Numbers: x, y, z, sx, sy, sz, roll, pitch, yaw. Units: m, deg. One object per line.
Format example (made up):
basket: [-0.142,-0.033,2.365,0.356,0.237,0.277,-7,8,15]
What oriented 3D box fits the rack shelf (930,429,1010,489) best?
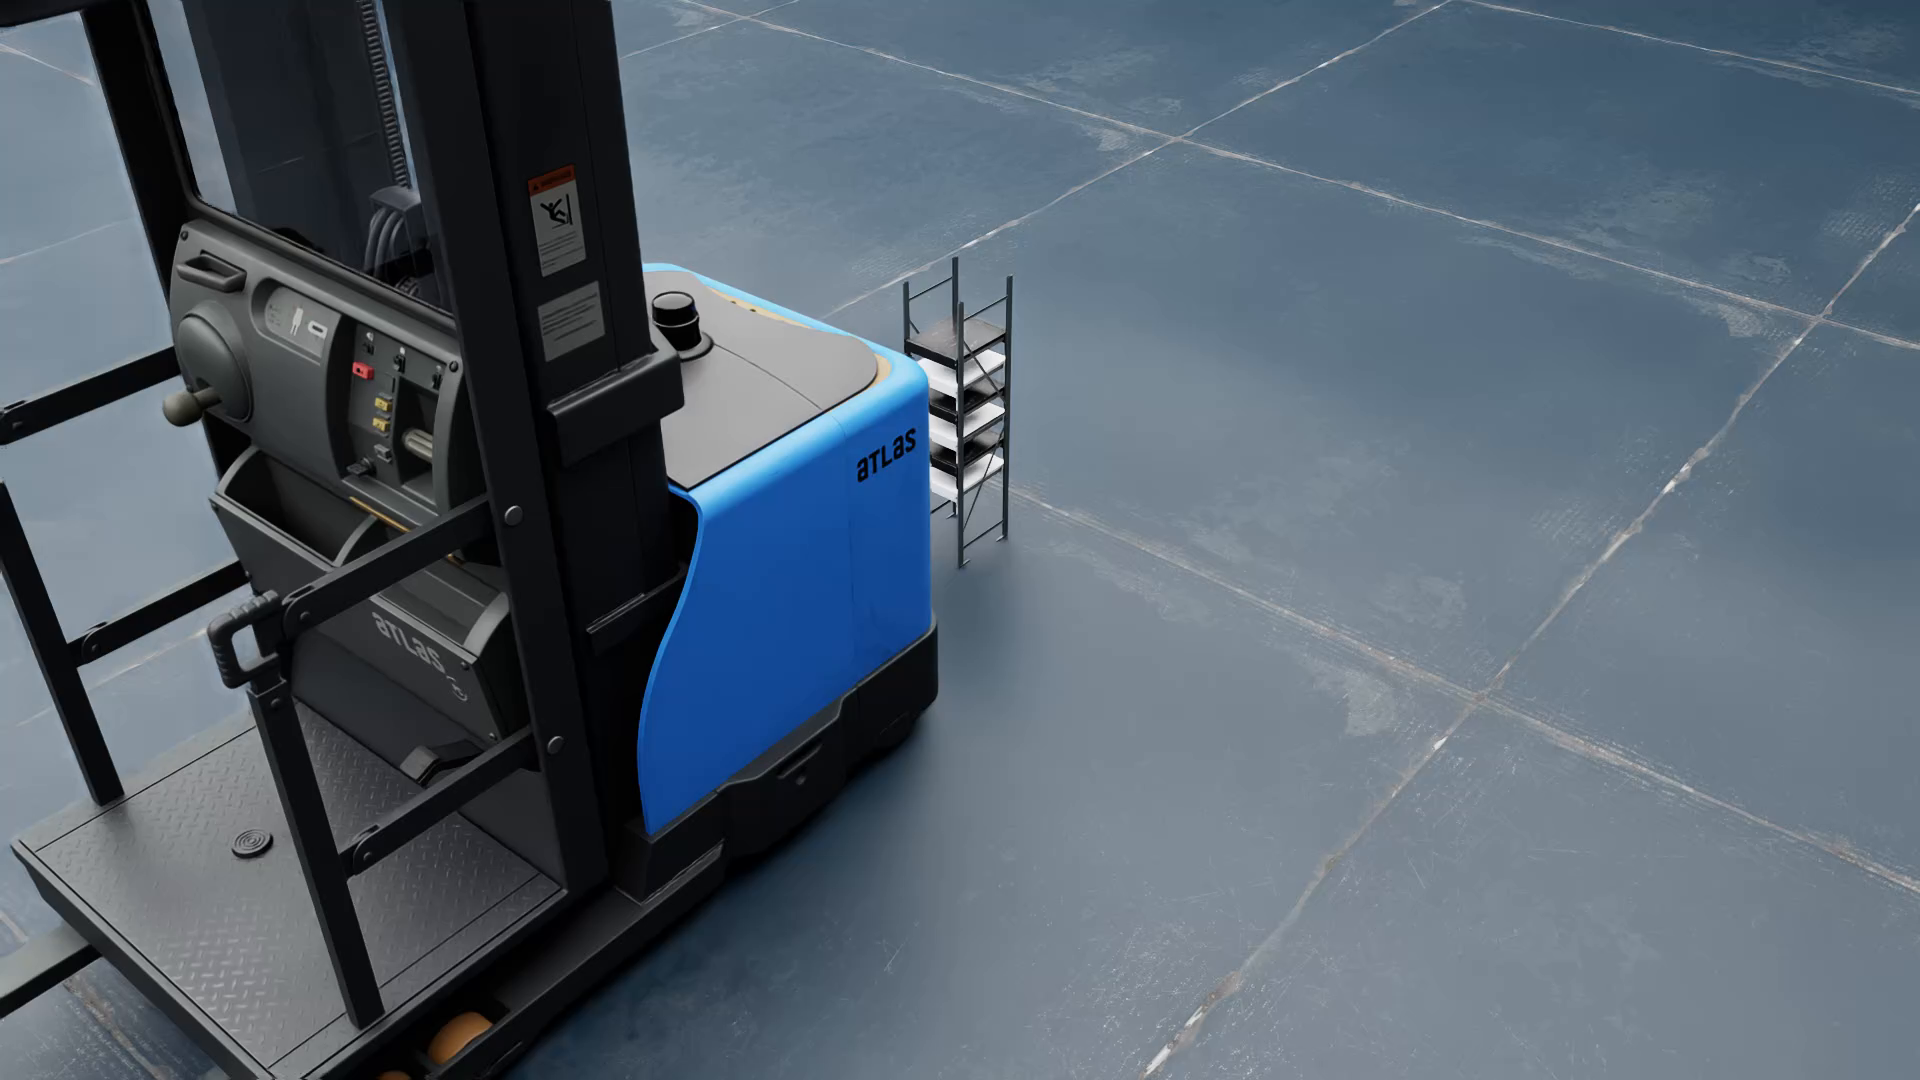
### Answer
rack shelf: [-0.006,-0.272,5.069,0.200,0.077,0.258,25,42,32]

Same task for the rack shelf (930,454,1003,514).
rack shelf: [-0.006,-0.198,5.120,0.200,0.077,0.258,25,42,32]

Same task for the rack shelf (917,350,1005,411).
rack shelf: [-0.006,-0.495,4.917,0.200,0.077,0.258,25,42,32]

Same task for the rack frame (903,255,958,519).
rack frame: [-0.084,-0.411,5.053,0.006,0.900,0.240,25,42,32]

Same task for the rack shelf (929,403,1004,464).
rack shelf: [-0.006,-0.346,5.018,0.200,0.077,0.258,25,42,32]

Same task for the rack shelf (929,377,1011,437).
rack shelf: [-0.006,-0.421,4.967,0.200,0.077,0.258,25,42,32]

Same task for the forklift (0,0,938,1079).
forklift: [-1.377,-0.269,3.053,1.130,2.935,3.031,25,41,31]

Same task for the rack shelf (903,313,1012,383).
rack shelf: [-0.006,-0.569,4.866,0.200,0.077,0.258,25,42,32]

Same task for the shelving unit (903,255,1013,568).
shelving unit: [-0.006,-0.374,5.000,0.210,0.900,0.258,25,42,32]

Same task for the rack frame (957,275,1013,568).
rack frame: [0.072,-0.337,4.946,0.006,0.900,0.240,25,42,32]
